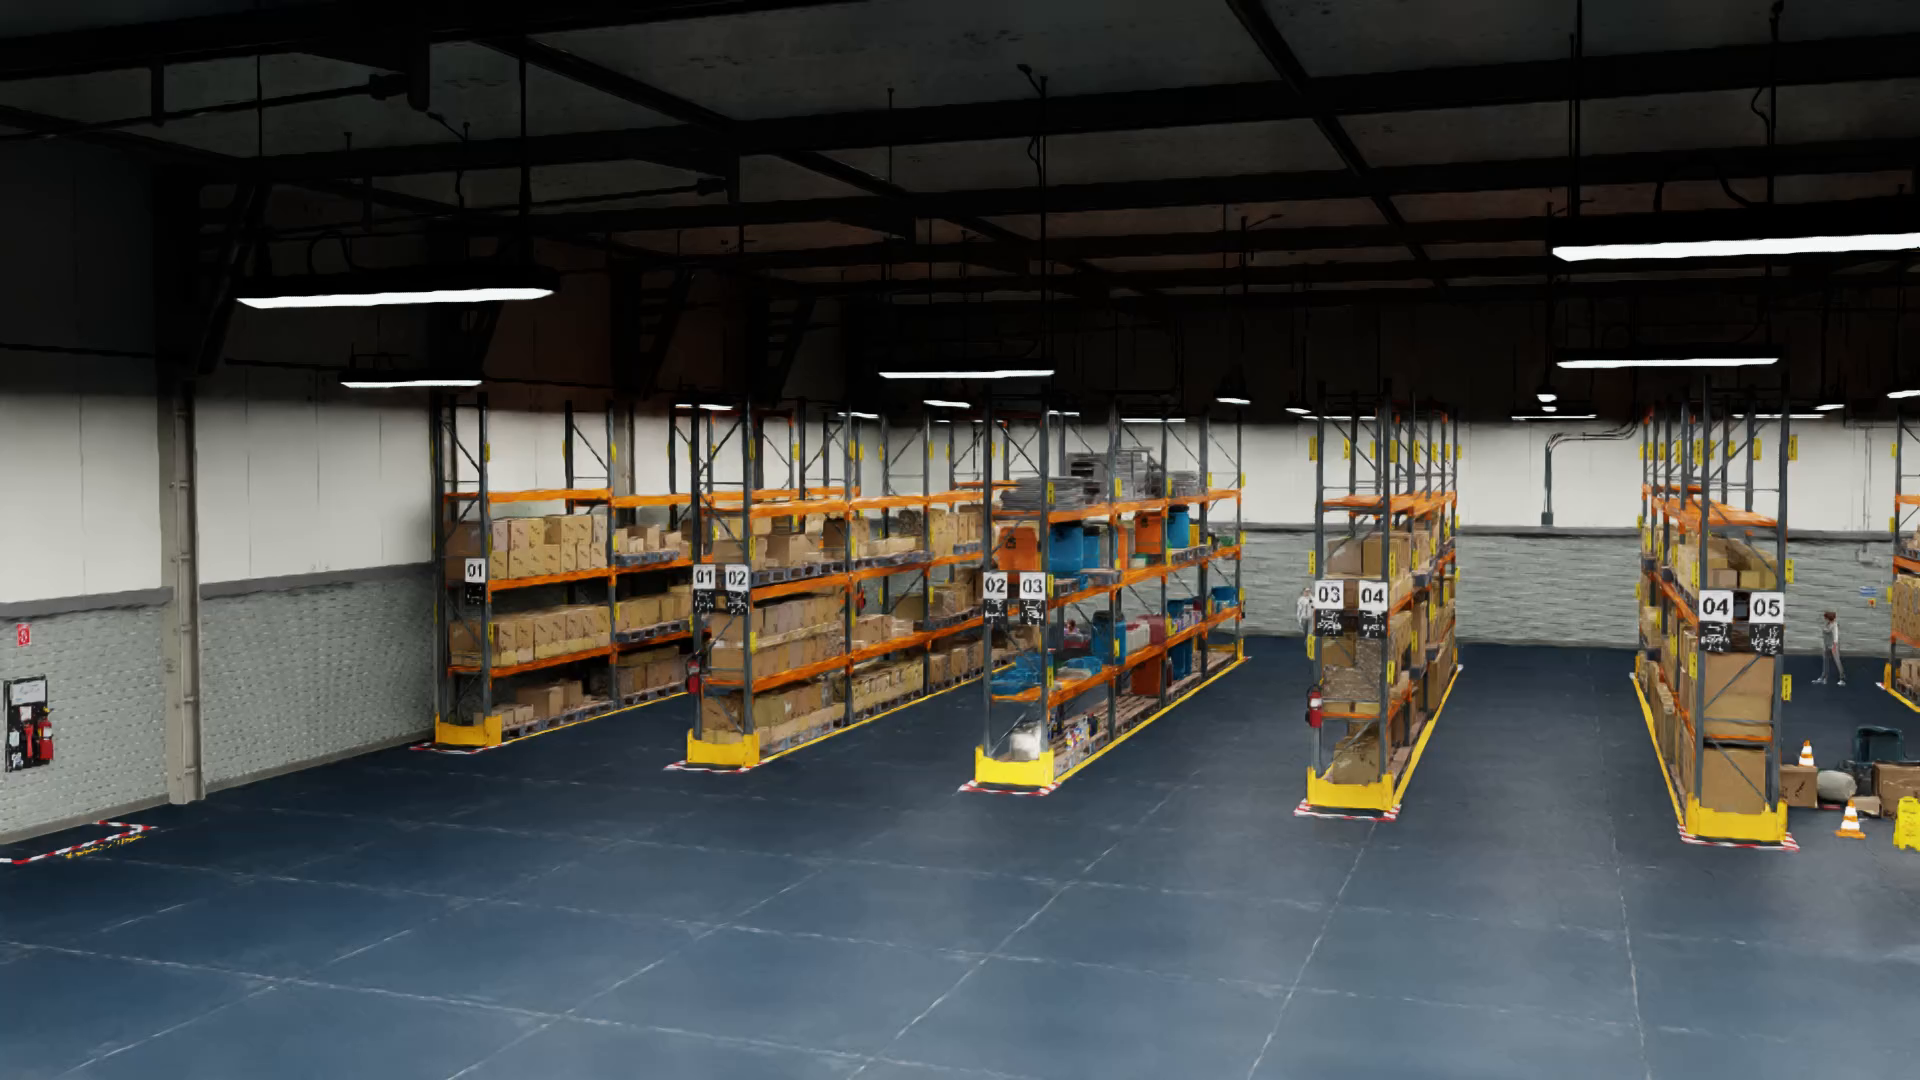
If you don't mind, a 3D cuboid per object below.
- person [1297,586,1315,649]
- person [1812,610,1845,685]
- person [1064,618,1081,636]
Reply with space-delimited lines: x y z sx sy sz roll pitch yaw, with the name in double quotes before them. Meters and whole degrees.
"person" 8.805 1.940 42.248 0.495 1.589 1.086 1 3 22
"person" 18.688 2.302 35.704 0.571 1.582 0.537 0 3 3
"person" 2.332 2.386 34.792 0.566 1.541 0.519 1 3 17
